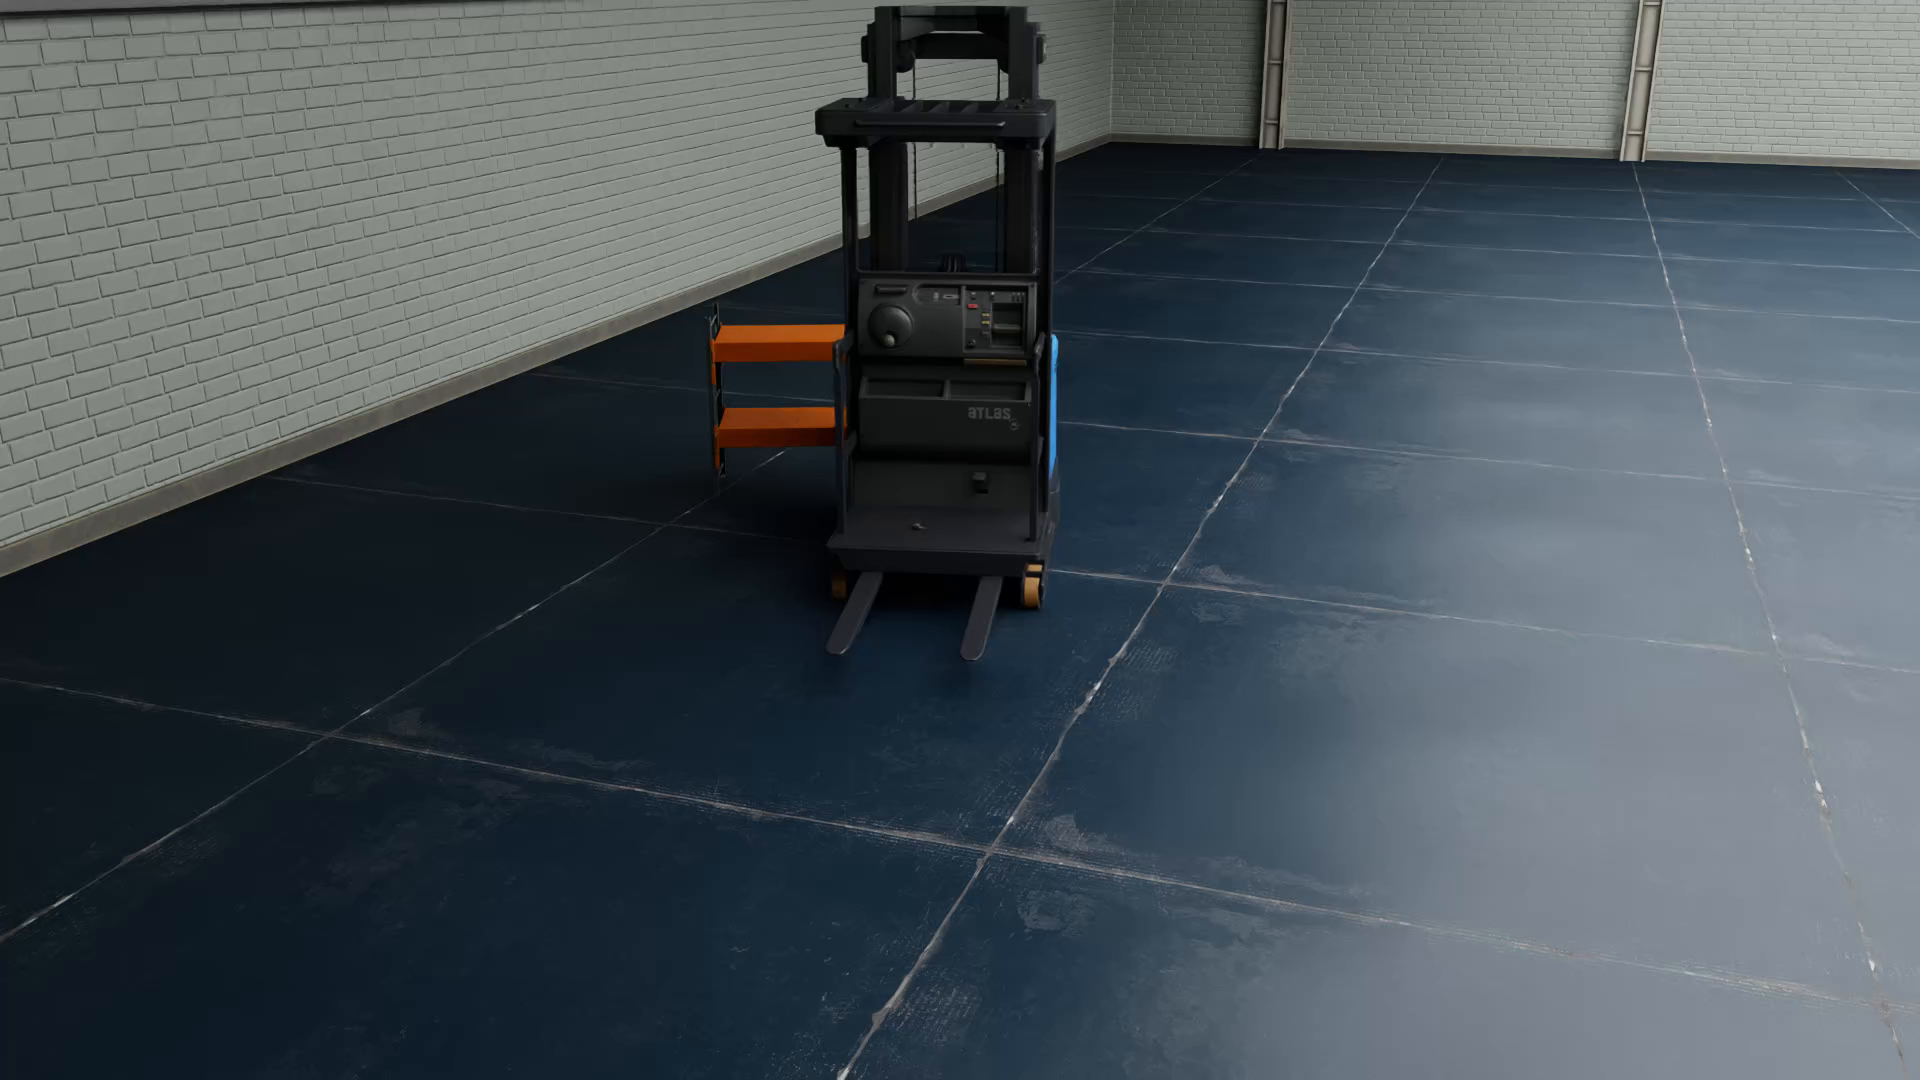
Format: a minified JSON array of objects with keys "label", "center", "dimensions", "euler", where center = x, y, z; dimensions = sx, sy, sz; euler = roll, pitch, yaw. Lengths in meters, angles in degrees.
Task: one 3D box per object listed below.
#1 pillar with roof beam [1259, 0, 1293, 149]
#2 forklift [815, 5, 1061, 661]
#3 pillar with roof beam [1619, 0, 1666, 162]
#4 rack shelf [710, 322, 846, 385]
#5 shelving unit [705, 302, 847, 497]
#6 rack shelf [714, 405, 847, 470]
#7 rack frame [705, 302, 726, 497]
[{"label":"pillar with roof beam","center":[4.133,-9.899,24.303],"dimensions":[0.400,9.000,9.100],"euler":[7,20,18]},{"label":"forklift","center":[-0.089,-1.149,8.418],"dimensions":[1.130,2.935,3.031],"euler":[2,19,6]},{"label":"pillar with roof beam","center":[9.801,-9.251,22.444],"dimensions":[0.400,9.000,9.100],"euler":[7,20,18]},{"label":"rack shelf","center":[-1.019,-1.165,10.320],"dimensions":[1.000,0.278,0.538],"euler":[-1,19,-2]},{"label":"shelving unit","center":[-1.019,-0.889,10.417],"dimensions":[1.048,1.125,0.538],"euler":[-1,19,-2]},{"label":"rack shelf","center":[-1.019,-0.658,10.497],"dimensions":[1.000,0.278,0.538],"euler":[-1,19,-2]},{"label":"rack frame","center":[-1.526,-0.882,10.397],"dimensions":[0.032,1.125,0.500],"euler":[-1,19,-2]}]
